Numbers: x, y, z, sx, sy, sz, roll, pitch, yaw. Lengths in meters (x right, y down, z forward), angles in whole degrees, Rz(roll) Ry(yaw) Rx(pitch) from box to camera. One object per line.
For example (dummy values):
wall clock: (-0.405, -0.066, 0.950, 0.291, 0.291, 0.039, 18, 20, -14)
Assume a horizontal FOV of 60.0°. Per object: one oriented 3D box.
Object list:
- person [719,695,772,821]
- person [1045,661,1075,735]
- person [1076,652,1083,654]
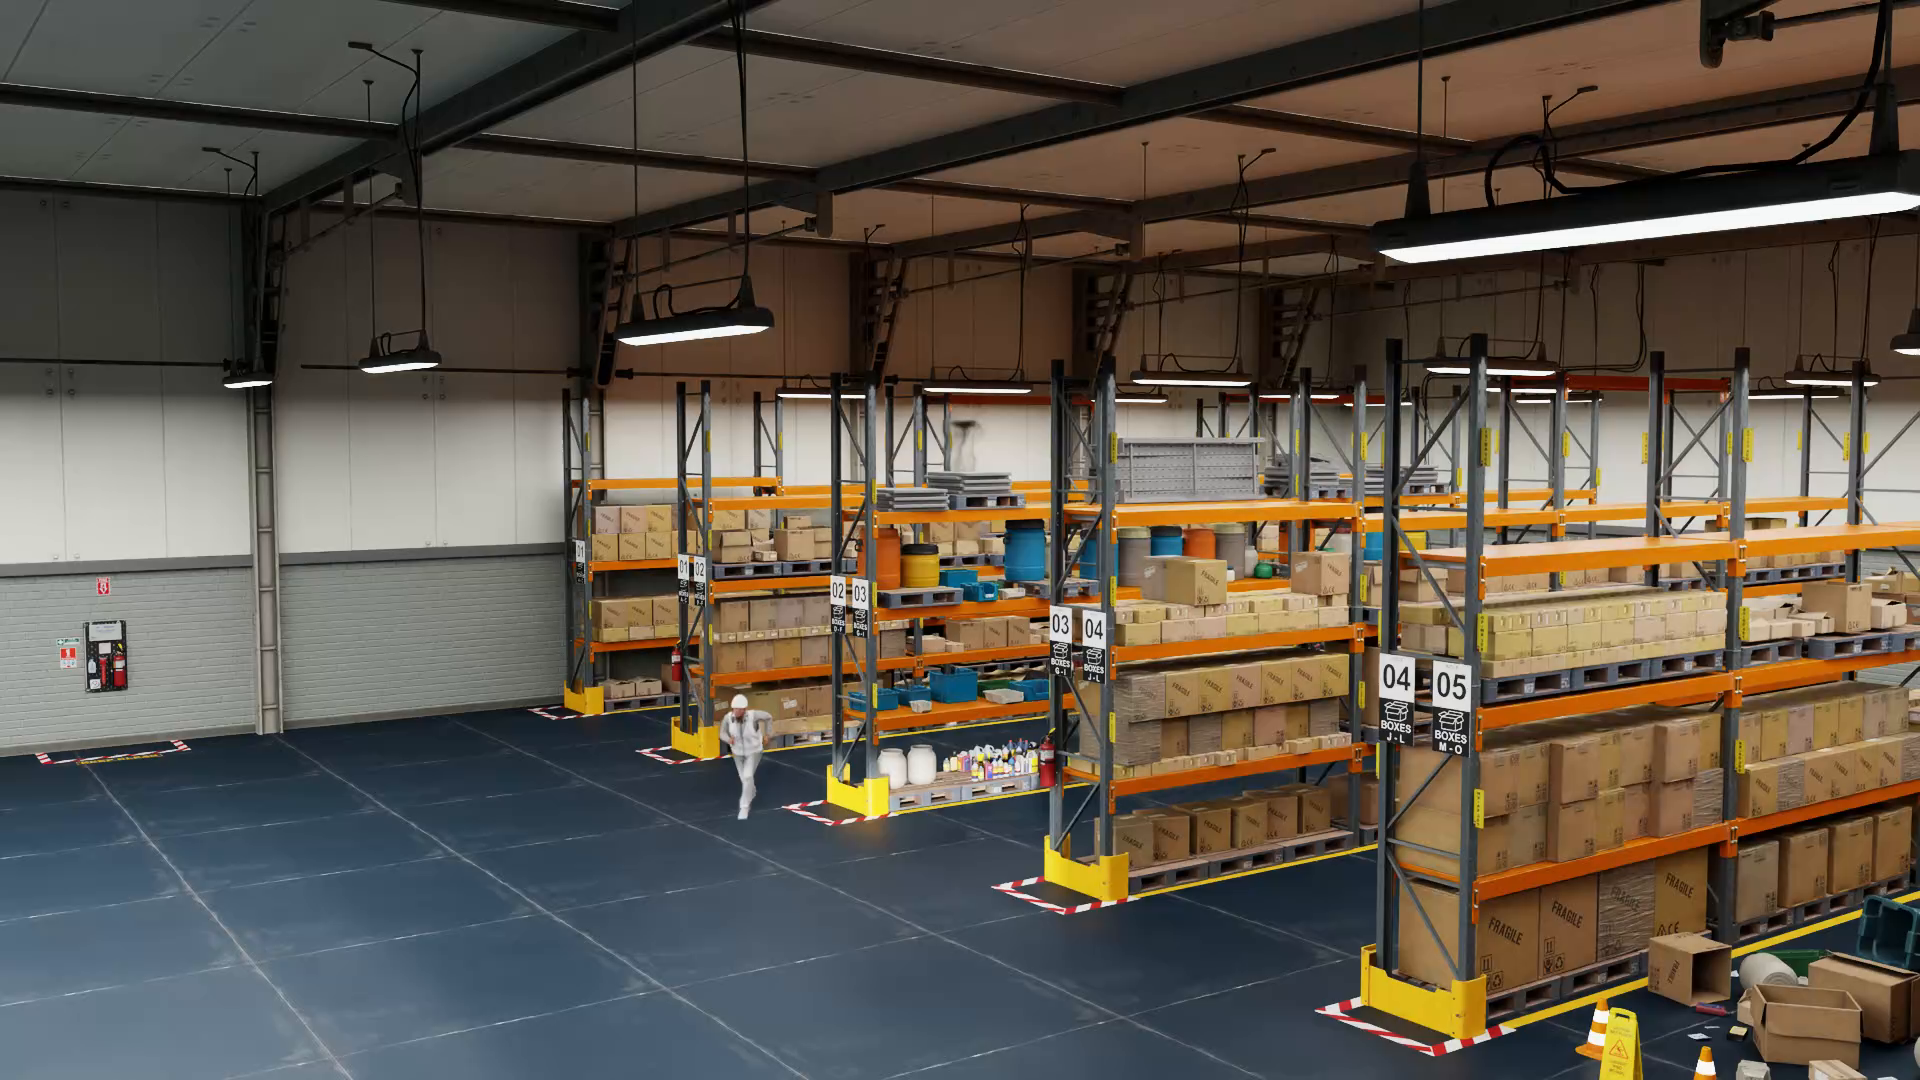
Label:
person: (-2.880, 2.906, 22.532, 0.702, 1.732, 1.025, 0, 4, 6)
person: (1.671, 2.522, 27.581, 0.782, 1.735, 0.674, -3, 5, -42)
person: (2.540, 2.144, 34.244, 0.490, 1.661, 0.535, -2, 4, -29)
